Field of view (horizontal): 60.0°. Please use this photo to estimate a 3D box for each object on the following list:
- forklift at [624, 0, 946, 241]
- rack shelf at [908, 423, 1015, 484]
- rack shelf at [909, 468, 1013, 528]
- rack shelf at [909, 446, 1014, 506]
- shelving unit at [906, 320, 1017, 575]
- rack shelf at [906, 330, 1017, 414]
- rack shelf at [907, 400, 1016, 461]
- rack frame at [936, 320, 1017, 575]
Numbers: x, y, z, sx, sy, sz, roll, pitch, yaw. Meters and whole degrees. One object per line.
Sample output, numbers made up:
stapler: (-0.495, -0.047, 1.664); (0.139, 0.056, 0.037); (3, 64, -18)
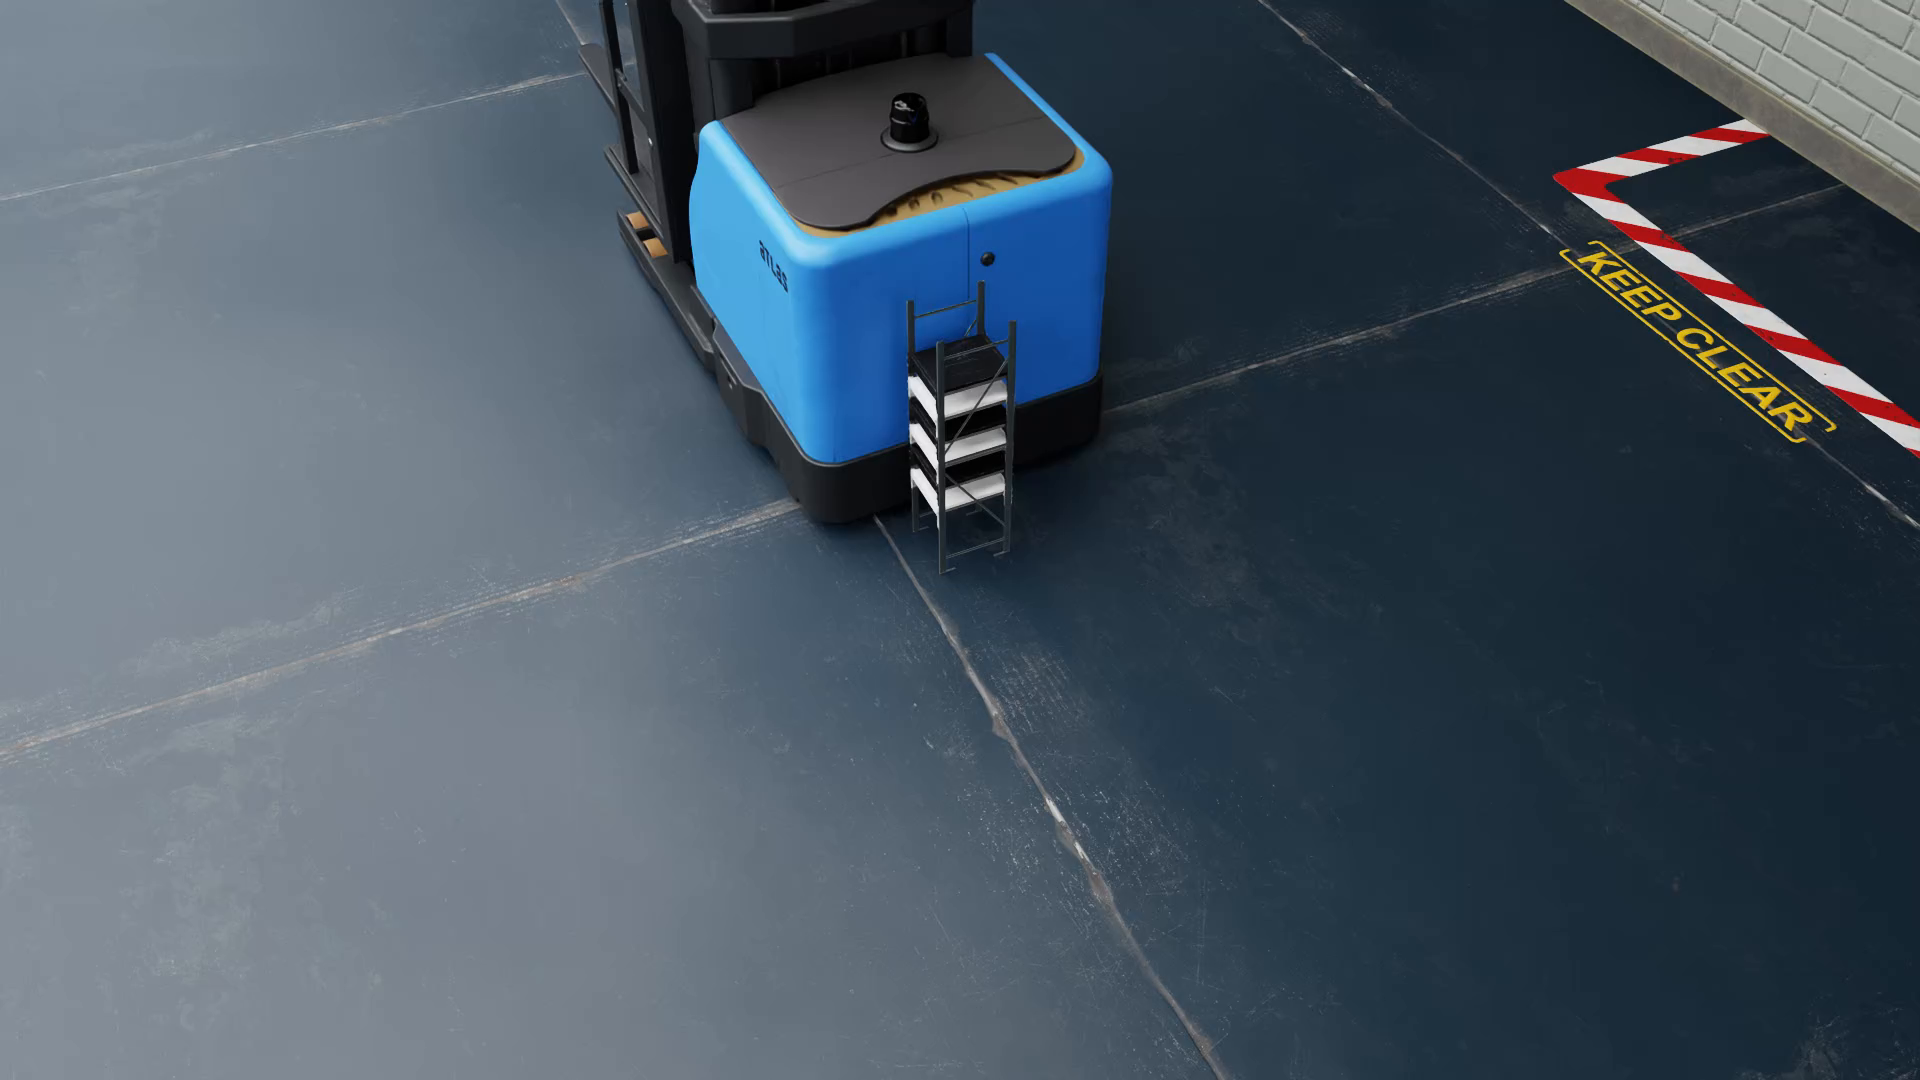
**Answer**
forklift: (-0.641, -2.136, 5.328); (1.121, 2.935, 3.031); (-19, 48, -19)
rack shelf: (0.003, -0.291, 4.952); (0.258, 0.077, 0.200); (-18, 47, -17)
rack shelf: (-1.300, -6.738, 11.883); (6.000, 0.275, 18.464); (-18, 47, -17)
rack shelf: (0.003, -0.227, 5.015); (0.258, 0.077, 0.200); (-18, 47, -17)
shelving unit: (-1.299, -6.959, 11.662); (6.000, 0.900, 18.469); (-18, 47, -17)
rack shelf: (0.003, -0.484, 4.762); (0.258, 0.077, 0.200); (-18, 47, -17)
rack shelf: (0.003, -0.355, 4.889); (0.258, 0.077, 0.200); (-18, 47, -17)
rack frame: (0.046, -0.250, 4.863); (0.240, 0.900, 0.006); (-18, 47, -17)
